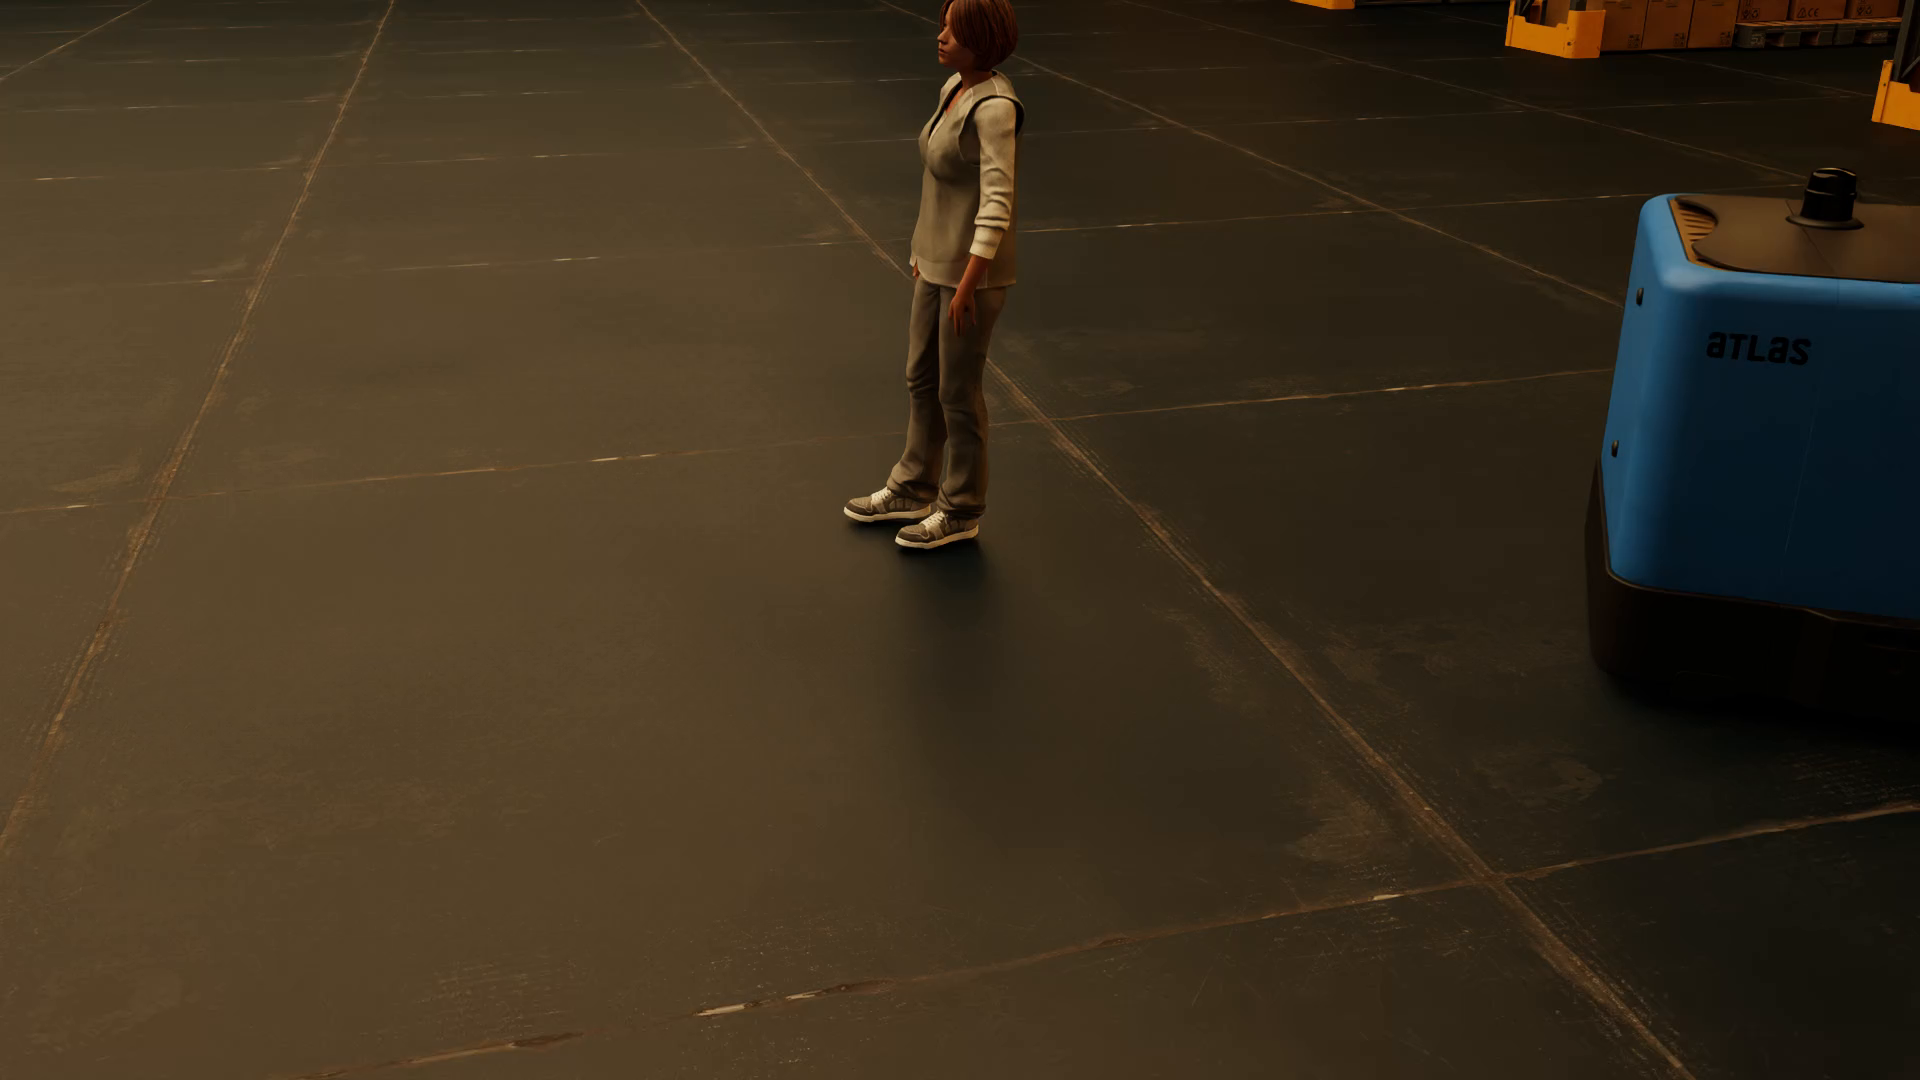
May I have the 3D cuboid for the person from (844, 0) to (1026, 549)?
[{"bbox_3d":[-0.076,-0.732,4.734,0.472,1.584,0.521,-6,24,-14],"label":"person"}]

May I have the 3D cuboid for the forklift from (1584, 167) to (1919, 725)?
[{"bbox_3d":[3.161,-0.966,3.581,3.031,2.935,1.130,7,24,16],"label":"forklift"}]
